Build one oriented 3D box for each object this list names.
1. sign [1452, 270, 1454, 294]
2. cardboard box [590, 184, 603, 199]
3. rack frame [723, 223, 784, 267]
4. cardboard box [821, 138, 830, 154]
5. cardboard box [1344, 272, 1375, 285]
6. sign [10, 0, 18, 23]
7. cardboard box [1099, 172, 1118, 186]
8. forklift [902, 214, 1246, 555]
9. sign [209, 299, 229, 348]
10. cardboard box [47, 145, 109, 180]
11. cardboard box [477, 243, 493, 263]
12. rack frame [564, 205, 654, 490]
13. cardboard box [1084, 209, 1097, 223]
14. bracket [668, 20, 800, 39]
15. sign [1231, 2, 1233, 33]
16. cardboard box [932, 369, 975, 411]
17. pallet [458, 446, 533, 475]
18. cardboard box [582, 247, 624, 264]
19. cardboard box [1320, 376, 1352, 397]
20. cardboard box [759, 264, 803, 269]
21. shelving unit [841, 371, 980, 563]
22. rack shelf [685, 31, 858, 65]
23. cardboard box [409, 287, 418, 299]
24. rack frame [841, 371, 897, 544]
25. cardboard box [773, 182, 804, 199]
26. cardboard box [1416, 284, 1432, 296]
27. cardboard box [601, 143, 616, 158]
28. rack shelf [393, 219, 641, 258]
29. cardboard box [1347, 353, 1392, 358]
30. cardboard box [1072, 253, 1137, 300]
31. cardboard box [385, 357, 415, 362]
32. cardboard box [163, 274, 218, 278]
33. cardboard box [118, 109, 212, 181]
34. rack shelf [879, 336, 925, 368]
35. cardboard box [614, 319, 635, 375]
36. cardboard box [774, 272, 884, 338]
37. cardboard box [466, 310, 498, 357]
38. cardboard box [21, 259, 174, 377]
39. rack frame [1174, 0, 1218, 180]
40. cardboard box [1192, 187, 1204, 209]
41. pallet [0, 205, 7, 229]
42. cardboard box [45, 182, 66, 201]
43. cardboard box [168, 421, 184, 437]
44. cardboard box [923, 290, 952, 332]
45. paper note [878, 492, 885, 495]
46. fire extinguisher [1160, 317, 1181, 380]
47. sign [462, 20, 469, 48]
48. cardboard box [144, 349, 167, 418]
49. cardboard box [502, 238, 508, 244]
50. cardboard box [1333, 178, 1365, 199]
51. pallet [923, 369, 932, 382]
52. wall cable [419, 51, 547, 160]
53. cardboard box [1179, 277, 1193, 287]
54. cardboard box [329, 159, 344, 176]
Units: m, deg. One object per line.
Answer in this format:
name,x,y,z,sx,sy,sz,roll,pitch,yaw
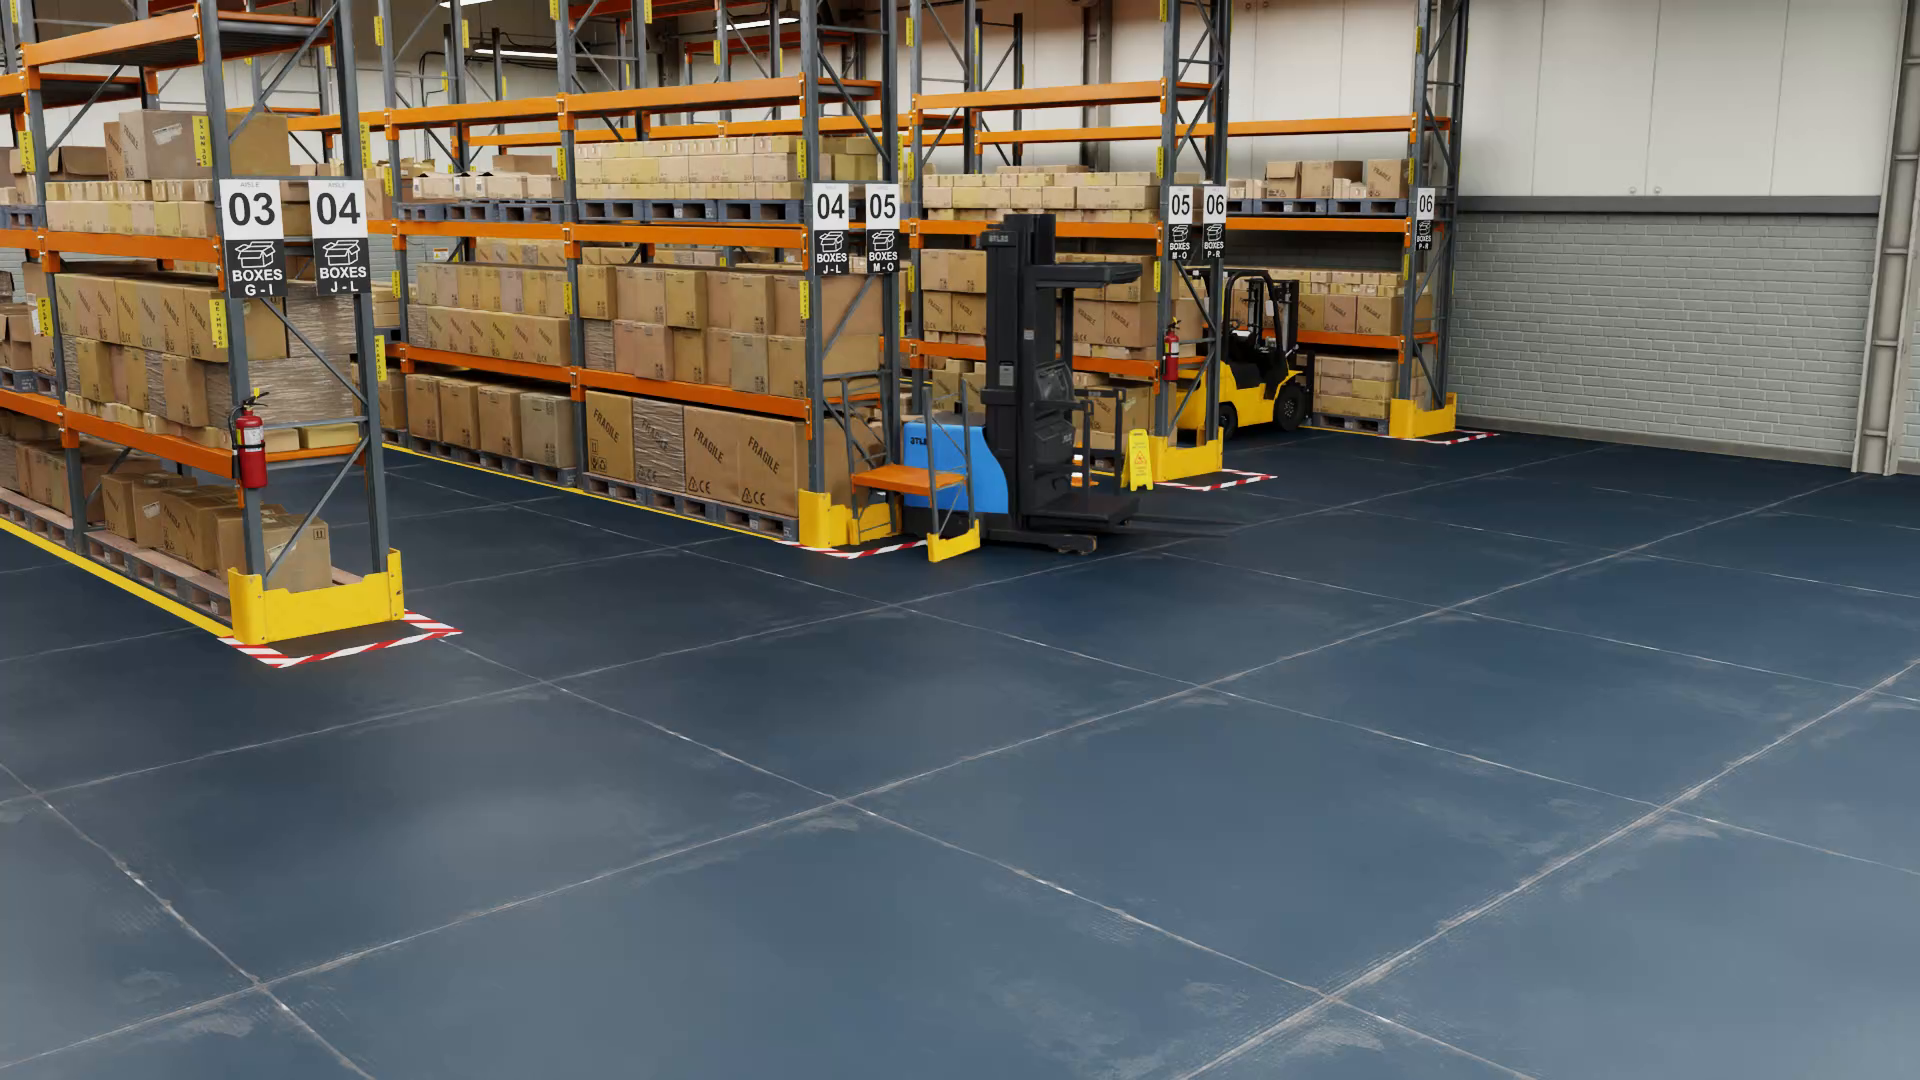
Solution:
sign,6.544,-3.433,22.138,0.100,0.325,0.005,-11,16,-43
cardboard box,-3.536,-3.543,16.916,0.380,0.149,0.250,-11,16,-42
rack frame,-2.974,-3.369,24.169,1.000,3.000,0.127,-11,16,-43
cardboard box,-1.132,-3.618,15.302,0.380,0.149,0.250,-11,16,-42
cardboard box,5.345,-3.495,22.188,0.380,0.149,0.250,-10,16,-41
sign,-9.755,-5.500,17.132,0.100,0.325,0.005,-11,16,-43
cardboard box,1.764,-4.024,18.561,0.380,0.149,0.250,-11,16,-43
forklift,1.036,-1.427,14.914,3.031,2.935,1.130,5,13,21
sign,-5.032,-1.468,11.289,0.100,0.325,0.005,-11,16,-43
cardboard box,-7.632,-3.212,14.677,0.637,0.503,0.797,11,16,42
cardboard box,-8.011,-4.891,28.831,0.500,0.500,0.500,11,16,44
rack frame,-3.722,-2.081,17.916,1.000,3.000,0.127,-11,16,-43
cardboard box,1.621,-3.682,18.878,0.380,0.149,0.250,-11,16,-42
bracket,-4.300,-9.961,32.376,0.076,0.066,4.783,-11,16,-43
sign,2.943,-5.712,18.161,0.100,0.325,0.005,-11,16,-43
cardboard box,0.001,-1.888,20.894,0.500,0.500,0.500,-10,15,-40
pallet,-5.156,-0.995,19.557,1.003,0.211,1.213,-11,16,-43
cardboard box,-5.640,-4.387,26.385,0.500,0.500,0.500,-11,16,-42
cardboard box,5.238,-2.100,22.542,0.500,0.250,0.500,-11,16,-43
cardboard box,-2.465,-3.596,23.247,0.500,0.500,0.500,-10,15,-40
shelving unit,-0.454,-0.668,14.652,1.083,1.500,0.587,11,21,43
rack shelf,-3.530,-9.151,30.911,1.077,0.370,4.000,-11,16,-43
cardboard box,-6.851,-3.172,21.319,0.250,0.149,0.380,11,16,44
rack frame,-0.815,-0.737,14.990,0.032,1.500,0.500,11,21,43
cardboard box,-1.434,-3.099,14.759,0.380,0.149,0.250,-11,16,-43
cardboard box,6.092,-3.346,22.202,0.250,0.149,0.380,11,16,44
cardboard box,-3.364,-3.897,16.658,0.380,0.149,0.250,-11,16,-43
rack shelf,-5.103,-3.489,19.102,1.077,0.370,4.000,-11,16,-43
cardboard box,5.596,-2.411,22.816,0.500,0.250,0.500,-11,16,-42
cardboard box,1.696,-3.005,18.939,0.700,0.500,0.500,-11,16,-42
cardboard box,-7.468,-2.296,22.254,0.500,0.250,0.500,-11,16,-42
cardboard box,-6.178,-1.915,13.651,0.500,0.500,0.500,-11,16,-43
cardboard box,-5.870,-2.920,12.333,0.500,0.500,0.500,-11,16,-43
rack shelf,-1.593,-2.725,22.825,1.077,0.370,4.000,-11,16,-43
cardboard box,-3.062,-2.025,17.273,0.875,0.550,0.550,-11,16,-43
cardboard box,-1.188,-2.159,15.247,0.875,0.550,0.550,-11,16,-43
cardboard box,-5.326,-2.390,19.168,0.500,0.500,0.500,-11,16,-43
cardboard box,-7.826,-2.039,15.187,1.000,1.000,1.000,-11,16,-42
rack frame,3.376,-6.416,24.090,1.000,3.000,0.127,-11,16,-43
cardboard box,2.396,-3.853,18.721,0.500,0.250,0.500,-11,16,-44
pallet,-8.447,-3.037,15.591,1.213,0.211,1.003,-11,16,-43
cardboard box,-7.377,-2.905,13.866,0.250,0.149,0.380,11,16,44
cardboard box,-5.838,-0.890,12.761,0.380,0.149,0.250,-11,16,-43
cardboard box,-0.109,-2.877,20.795,0.500,0.500,0.500,-11,16,-43
paper note,-0.786,-0.501,17.612,0.144,0.017,0.142,-5,13,-23
fire extinguisher,2.297,-2.083,18.117,0.296,0.674,0.183,-11,16,-43
sign,-6.085,-6.216,20.411,0.100,0.325,0.005,-11,16,-43
cardboard box,-5.723,-1.234,12.823,0.875,0.500,0.500,-11,16,-43
cardboard box,-7.568,-5.111,28.292,0.380,0.149,0.250,-11,16,-42
cardboard box,5.171,-4.667,22.081,0.396,0.266,0.258,-11,16,-42
pallet,0.125,-2.810,28.365,1.003,0.211,1.213,-11,16,-43
wall cable,-10.044,-8.771,35.430,2.988,3.039,0.133,-11,16,-43
cardboard box,3.406,-3.761,24.216,0.380,0.149,0.250,-11,16,-43
cardboard box,-7.854,-4.765,21.367,0.396,0.266,0.258,-11,16,-43
